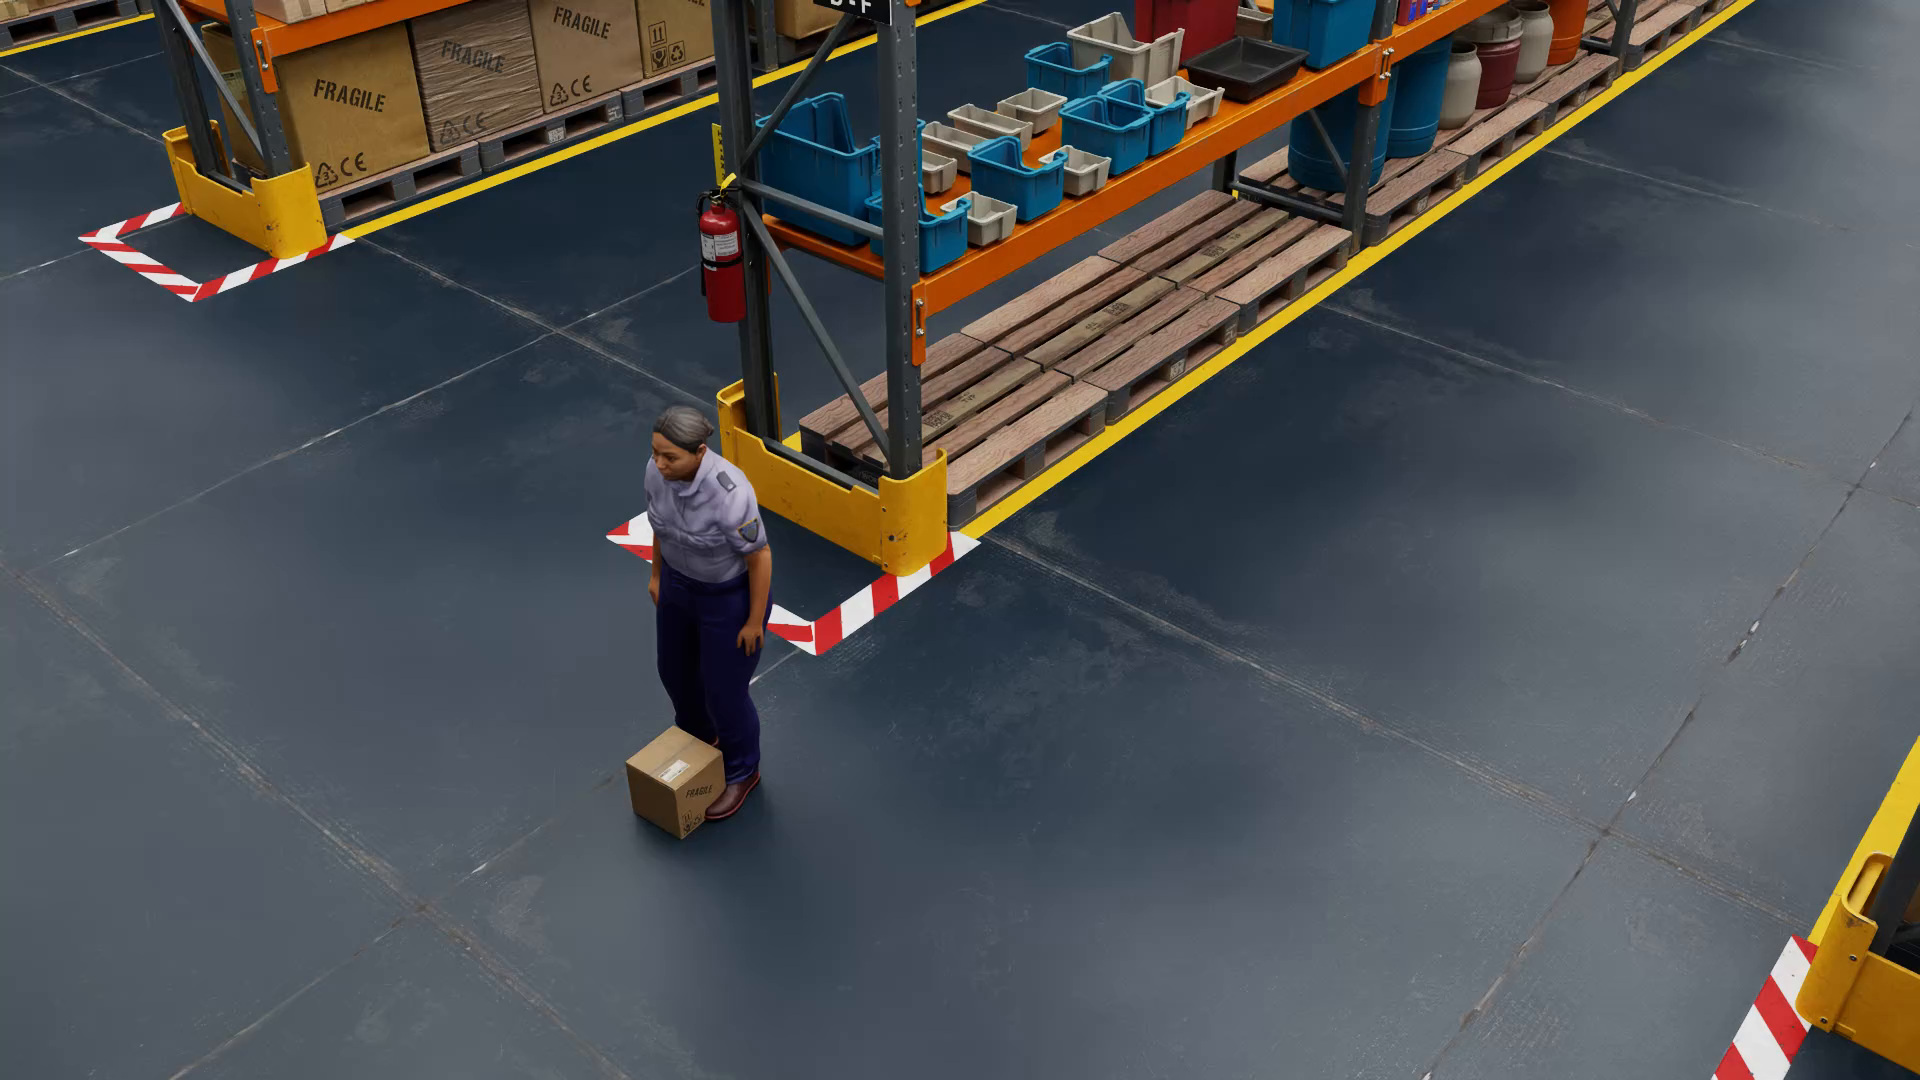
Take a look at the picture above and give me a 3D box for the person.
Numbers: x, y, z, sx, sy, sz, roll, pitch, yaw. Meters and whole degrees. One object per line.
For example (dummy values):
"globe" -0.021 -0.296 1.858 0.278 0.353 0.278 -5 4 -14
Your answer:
"person" -0.910 0.226 5.844 0.545 1.638 0.425 24 42 30
